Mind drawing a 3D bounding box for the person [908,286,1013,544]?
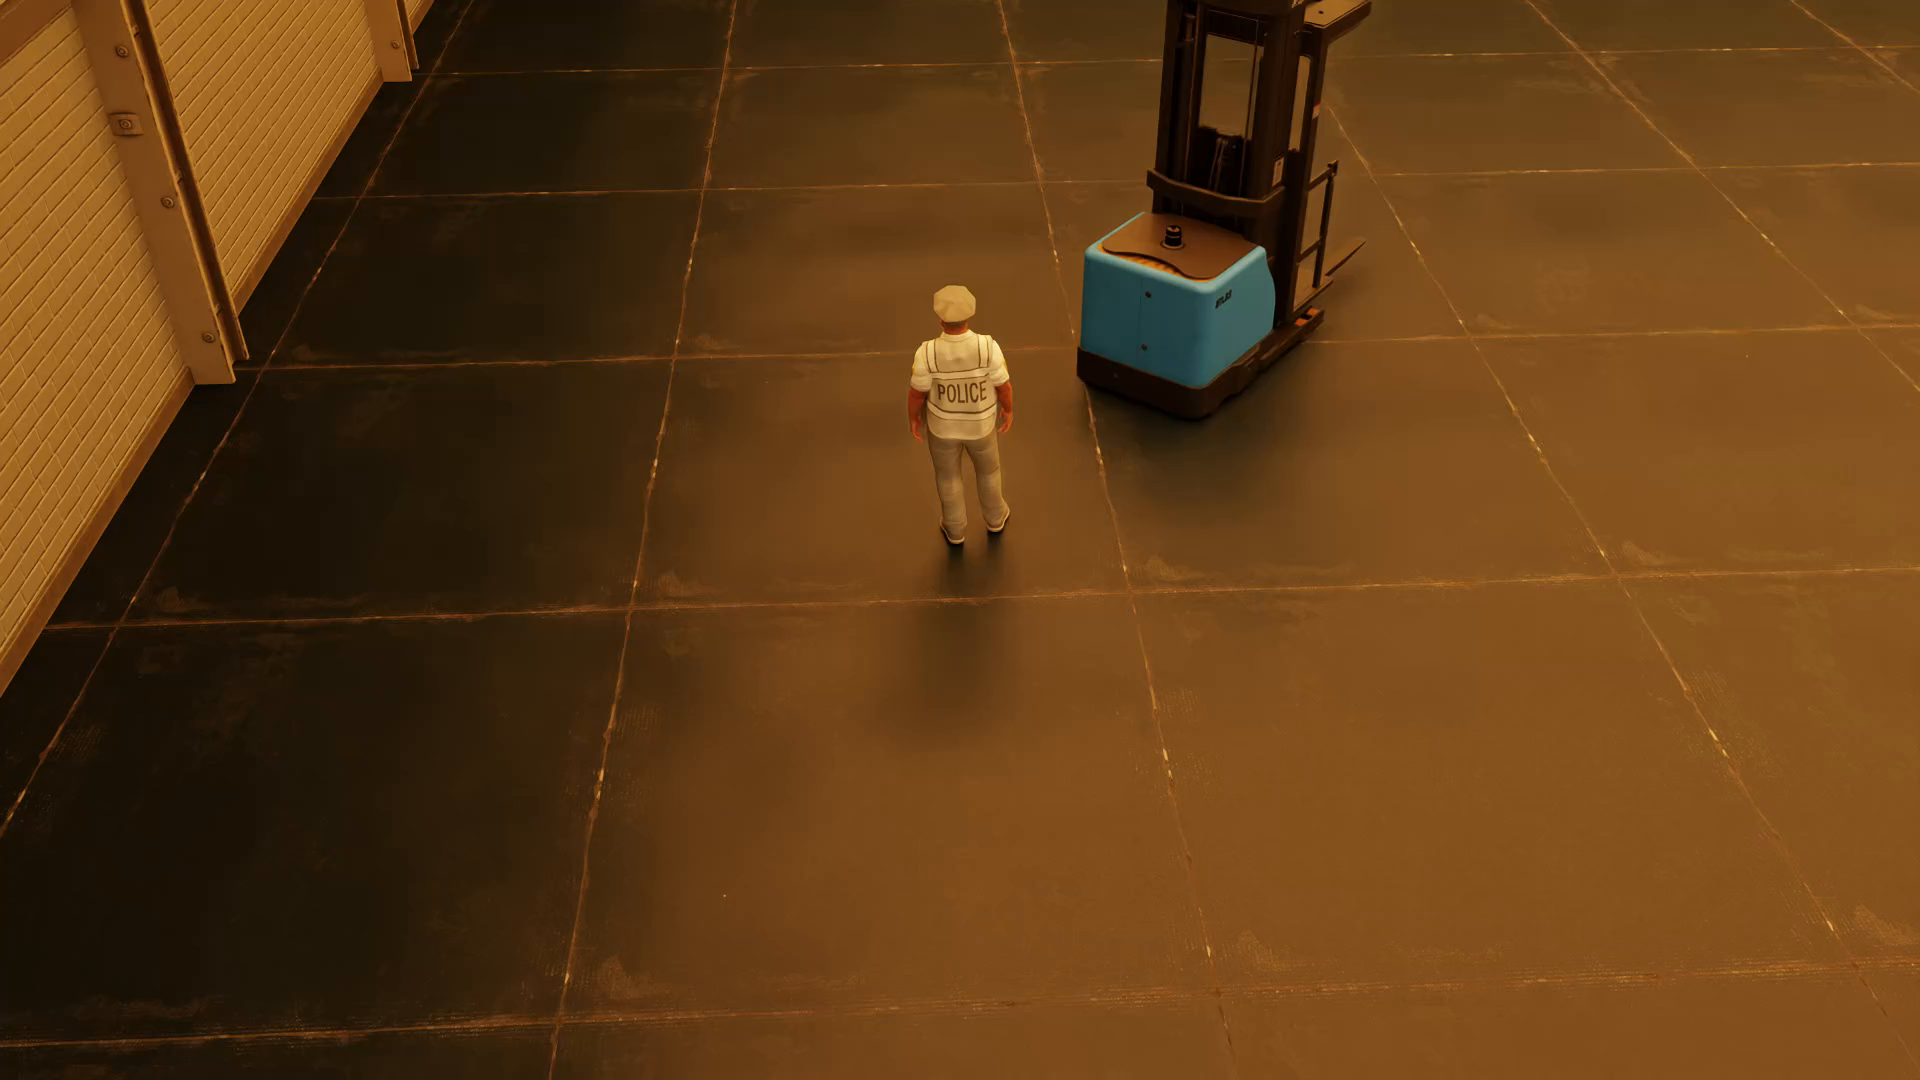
[{"bbox_3d":[0.007,-0.773,10.034,0.641,1.781,0.573,-2,36,-2],"label":"person"}]

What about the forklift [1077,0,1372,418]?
[{"bbox_3d":[2.122,-2.846,11.918,1.130,2.935,3.031,23,42,29],"label":"forklift"}]
